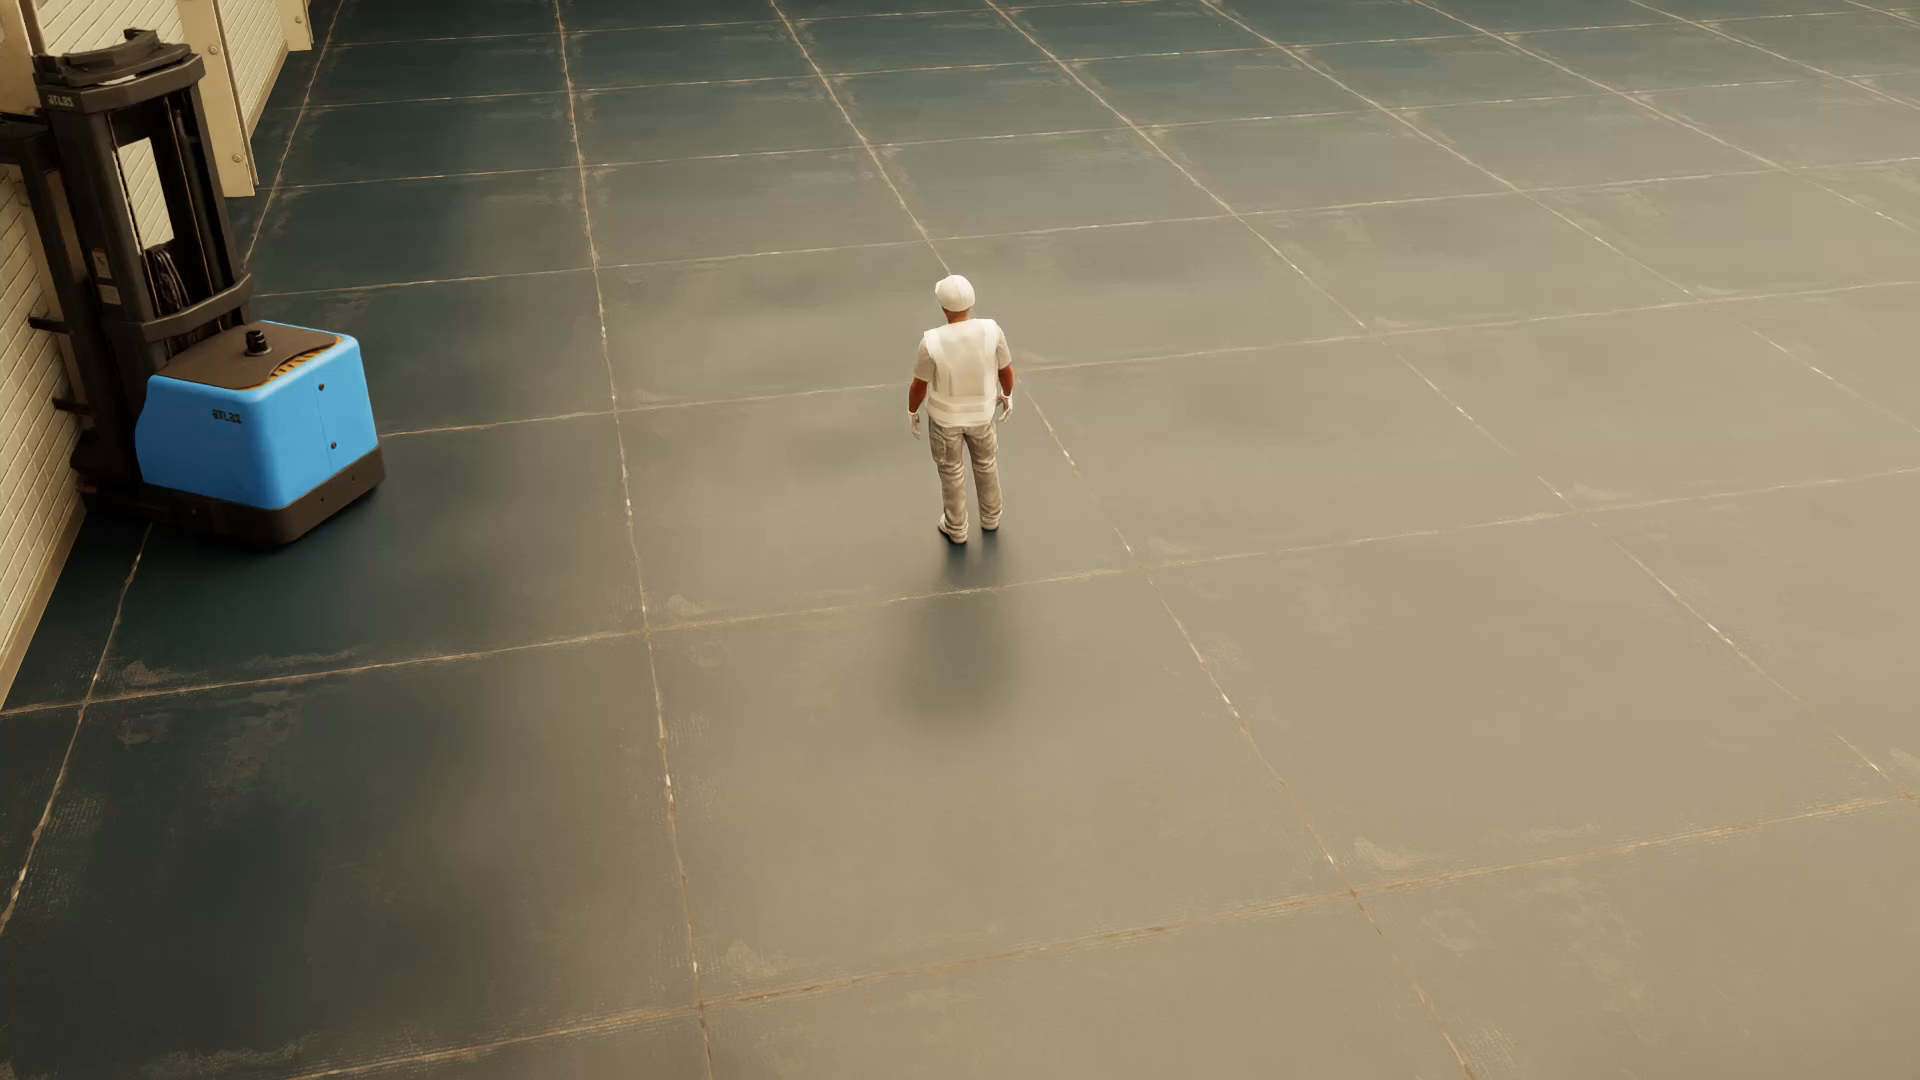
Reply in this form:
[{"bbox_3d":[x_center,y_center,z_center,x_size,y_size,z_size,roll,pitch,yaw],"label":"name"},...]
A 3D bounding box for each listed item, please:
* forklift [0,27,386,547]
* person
[{"bbox_3d":[-5.394,-1.685,10.486,3.031,2.935,1.130,11,32,18],"label":"forklift"},{"bbox_3d":[-0.008,-0.814,10.112,0.656,1.782,0.577,-7,31,-12],"label":"person"}]
